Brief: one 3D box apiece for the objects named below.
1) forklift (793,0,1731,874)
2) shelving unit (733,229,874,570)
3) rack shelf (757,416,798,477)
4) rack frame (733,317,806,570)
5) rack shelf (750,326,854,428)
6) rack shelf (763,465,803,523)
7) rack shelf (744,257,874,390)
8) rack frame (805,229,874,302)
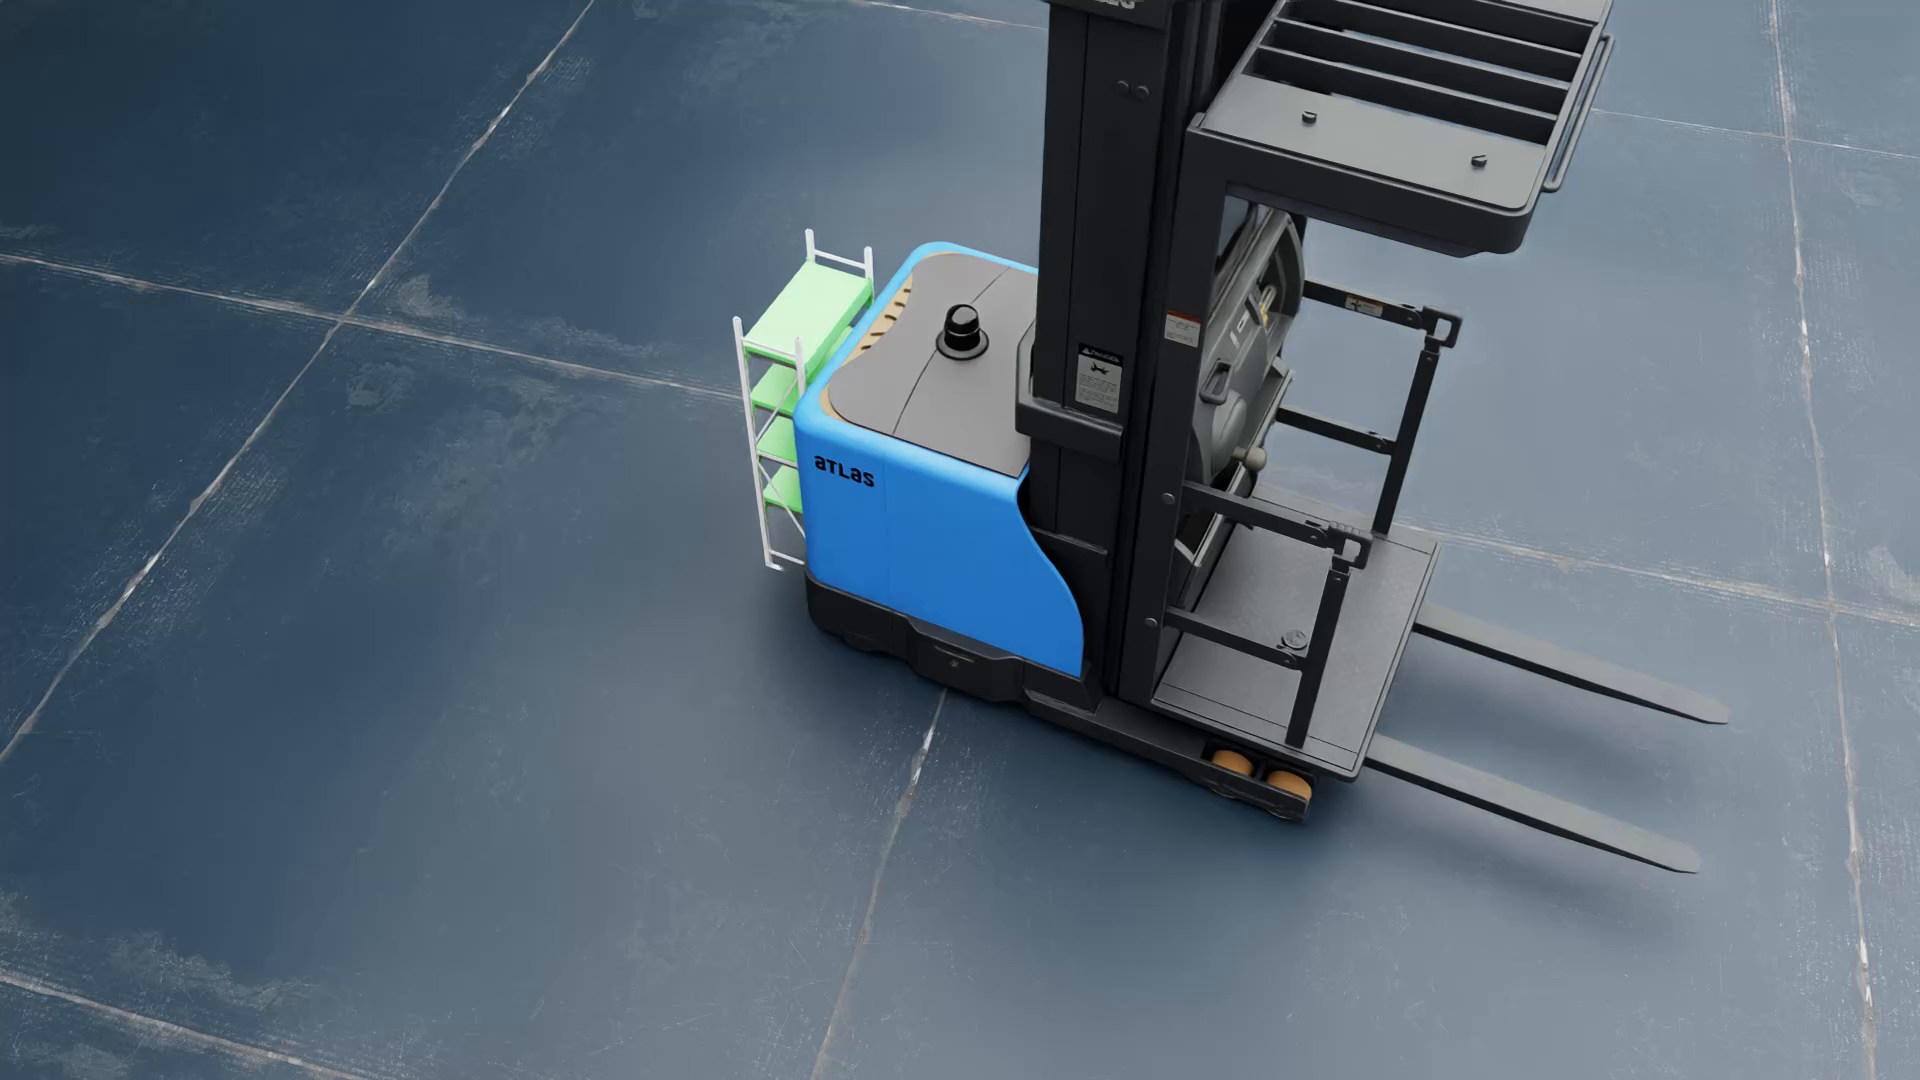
[{"bbox_3d":[1.018,-0.516,4.751,3.031,2.935,1.130,19,51,16],"label":"forklift"},{"bbox_3d":[-0.506,-0.436,5.834,0.258,1.200,0.503,19,51,16],"label":"shelving unit"},{"bbox_3d":[-0.506,-0.394,5.882,0.258,0.148,0.480,19,51,16],"label":"rack shelf"},{"bbox_3d":[-0.608,-0.269,5.688,0.240,1.200,0.015,19,51,16],"label":"rack frame"},{"bbox_3d":[-0.506,-0.552,5.702,0.258,0.148,0.480,19,51,16],"label":"rack shelf"},{"bbox_3d":[-0.506,-0.235,6.062,0.258,0.148,0.480,19,51,16],"label":"rack shelf"},{"bbox_3d":[-0.506,-0.711,5.522,0.258,0.148,0.480,19,51,16],"label":"rack shelf"},{"bbox_3d":[-0.405,-0.602,5.981,0.240,1.200,0.015,19,51,16],"label":"rack frame"}]
